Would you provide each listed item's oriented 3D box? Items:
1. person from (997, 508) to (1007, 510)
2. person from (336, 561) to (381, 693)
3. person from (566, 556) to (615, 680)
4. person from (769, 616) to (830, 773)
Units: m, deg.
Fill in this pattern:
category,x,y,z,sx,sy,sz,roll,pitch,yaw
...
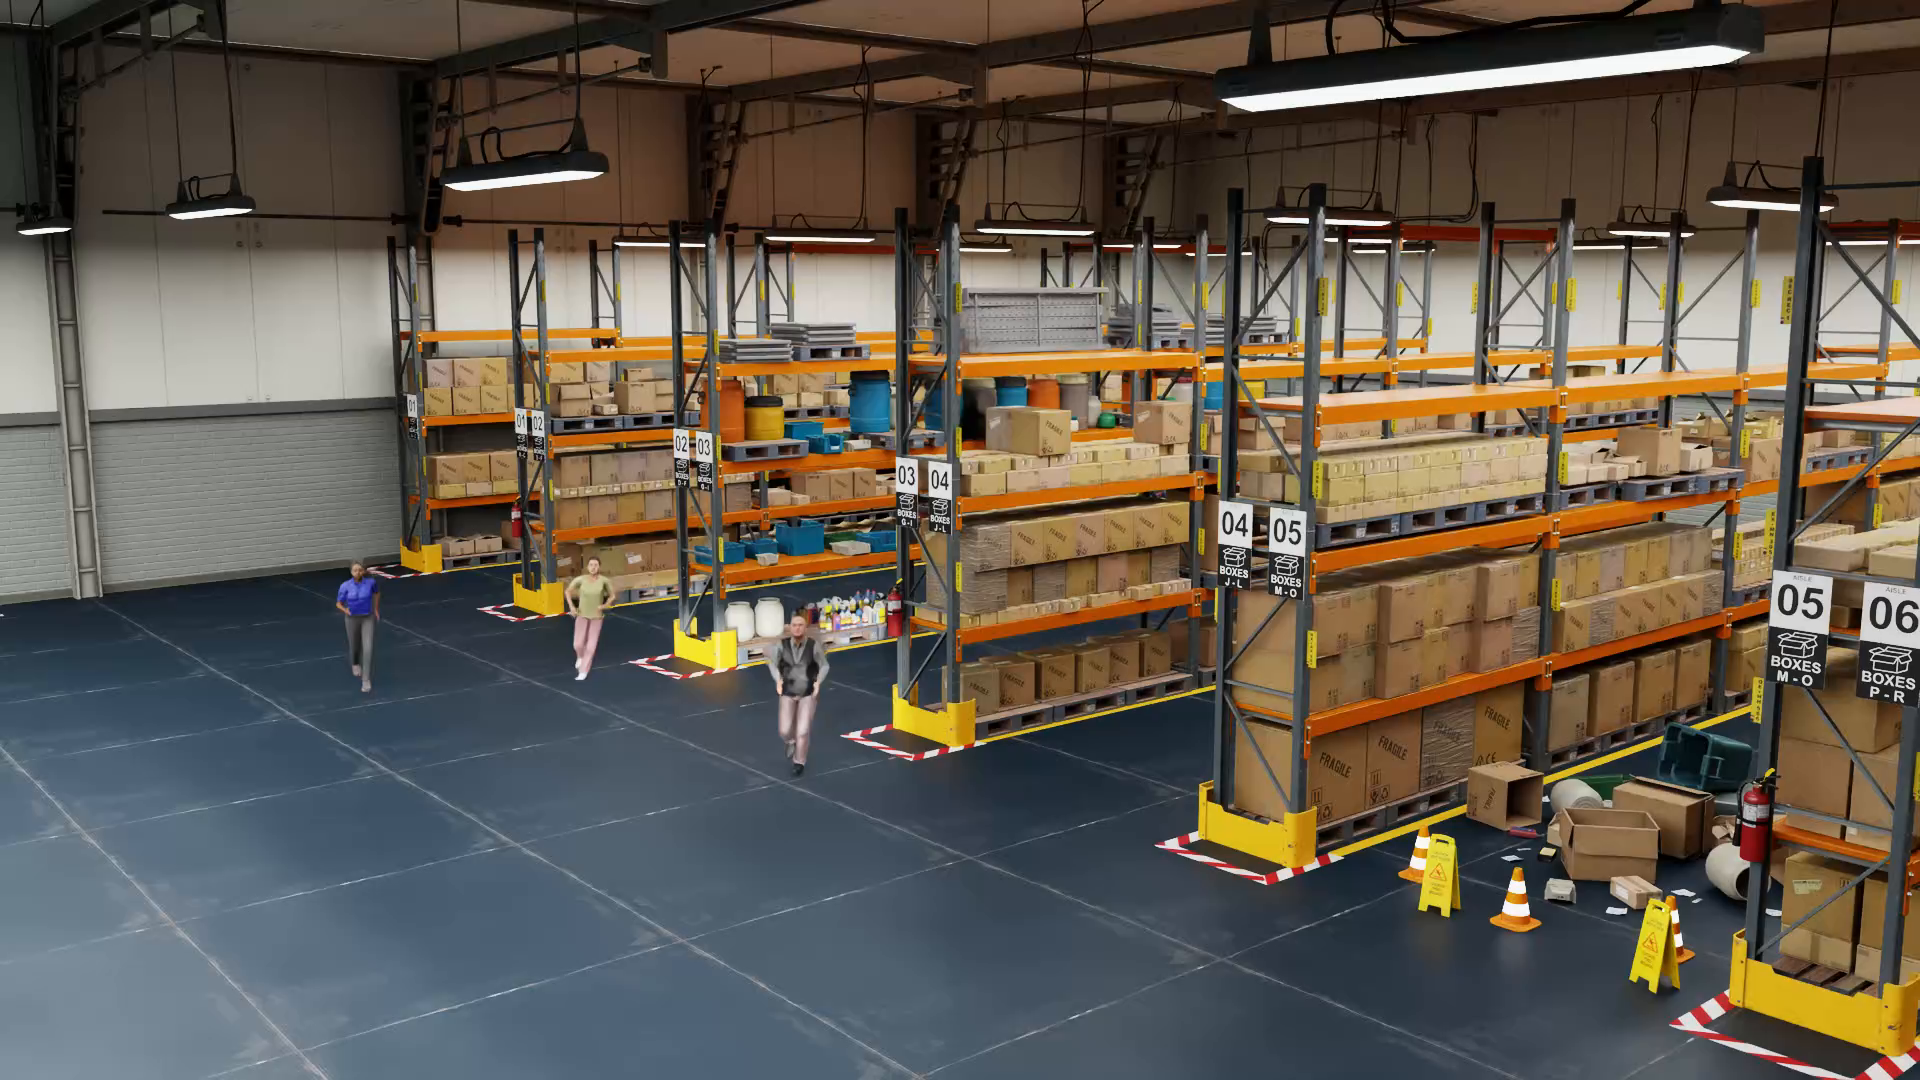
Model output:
category,x,y,z,sx,sy,sz,roll,pitch,yaw
person,0.769,-0.241,29.470,0.617,1.515,0.807,7,11,36
person,-7.740,1.069,21.450,0.557,1.652,0.920,-4,10,-23
person,-4.867,1.015,21.956,0.636,1.626,0.531,-2,9,-13
person,-1.711,1.634,17.690,0.651,1.681,0.581,0,9,0
